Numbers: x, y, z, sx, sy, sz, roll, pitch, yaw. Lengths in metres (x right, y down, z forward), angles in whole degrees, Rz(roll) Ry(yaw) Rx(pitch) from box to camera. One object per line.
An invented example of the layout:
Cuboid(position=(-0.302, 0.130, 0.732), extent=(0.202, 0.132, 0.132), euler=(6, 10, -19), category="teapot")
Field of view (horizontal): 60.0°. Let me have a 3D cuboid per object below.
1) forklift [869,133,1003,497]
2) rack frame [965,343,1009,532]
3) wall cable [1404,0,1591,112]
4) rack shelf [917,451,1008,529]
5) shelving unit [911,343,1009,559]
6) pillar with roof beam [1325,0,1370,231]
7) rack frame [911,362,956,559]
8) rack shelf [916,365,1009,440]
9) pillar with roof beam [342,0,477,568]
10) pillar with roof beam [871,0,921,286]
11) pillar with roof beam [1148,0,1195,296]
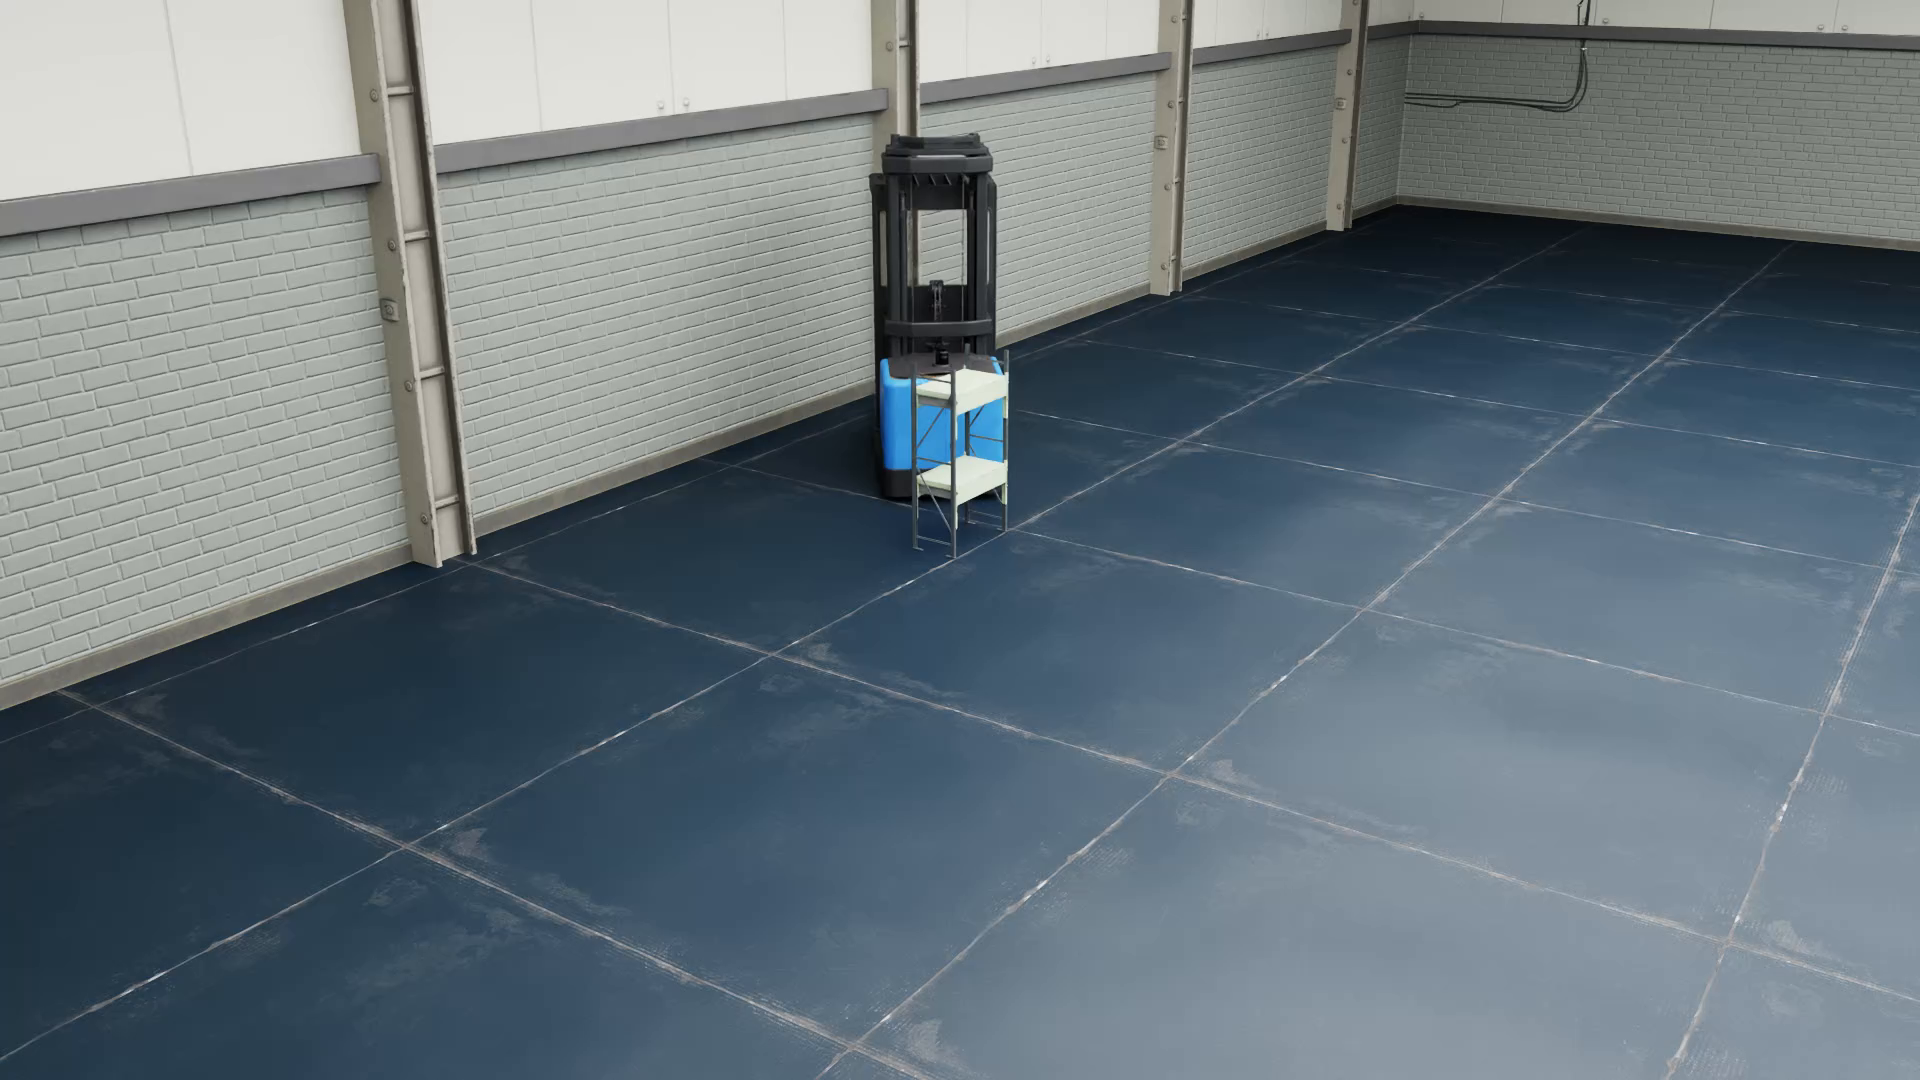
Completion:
Cuboid(position=(-0.244, -2.205, 15.001), extent=(1.130, 2.935, 3.031), euler=(-2, 20, -4), category="forklift")
Cuboid(position=(0.209, -0.810, 13.294), extent=(0.400, 1.500, 0.023), euler=(13, 24, 32), category="rack frame")
Cuboid(position=(8.860, -8.390, 27.451), extent=(3.097, 2.526, 0.112), euler=(13, 24, 32), category="wall cable")
Cuboid(position=(0.004, -0.400, 13.123), extent=(0.431, 0.370, 0.720), euler=(13, 24, 32), category="rack shelf")
Cuboid(position=(0.004, -0.705, 13.010), extent=(0.431, 1.500, 0.755), euler=(13, 24, 32), category="shelving unit")
Cuboid(position=(9.670, -8.419, 23.055), extent=(9.100, 9.000, 0.400), euler=(13, 24, 32), category="pillar with roof beam")
Cuboid(position=(-0.202, -0.600, 12.726), extent=(0.400, 1.500, 0.023), euler=(13, 24, 32), category="rack frame")
Cuboid(position=(0.004, -1.071, 12.875), extent=(0.431, 0.370, 0.720), euler=(13, 24, 32), category="rack shelf")
Cuboid(position=(-0.448, -3.255, 9.093), extent=(9.100, 9.000, 0.400), euler=(13, 24, 32), category="pillar with roof beam")
Cuboid(position=(2.925, -4.976, 13.747), extent=(9.100, 9.000, 0.400), euler=(13, 24, 32), category="pillar with roof beam")
Cuboid(position=(6.297, -6.698, 18.401), extent=(9.100, 9.000, 0.400), euler=(13, 24, 32), category="pillar with roof beam")
